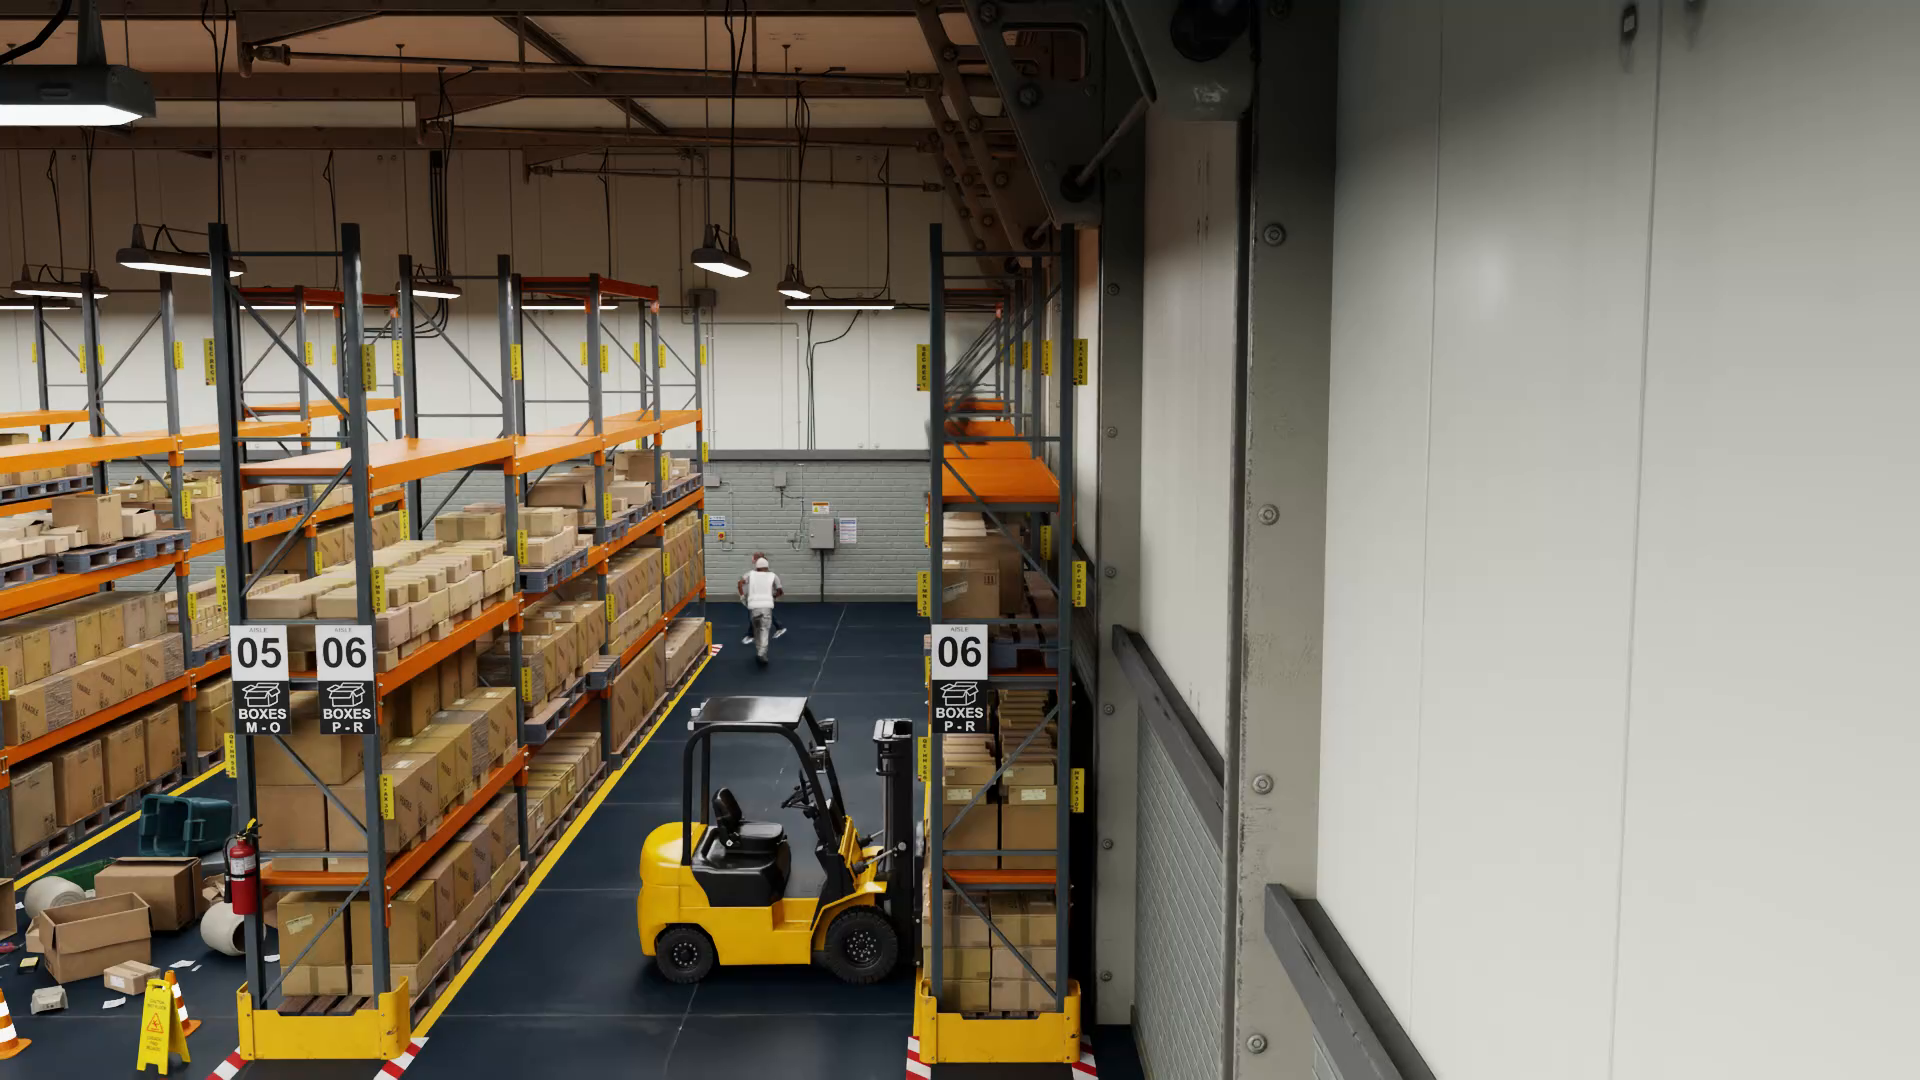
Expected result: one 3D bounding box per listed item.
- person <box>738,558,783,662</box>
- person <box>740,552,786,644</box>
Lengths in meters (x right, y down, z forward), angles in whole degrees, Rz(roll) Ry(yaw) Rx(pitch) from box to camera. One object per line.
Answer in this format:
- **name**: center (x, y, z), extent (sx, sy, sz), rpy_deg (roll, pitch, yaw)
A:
- **person**: center (-3.242, 1.197, 27.019), extent (0.727, 1.729, 1.056), rpy_deg (-1, 7, -5)
- **person**: center (-3.438, 0.994, 28.968), extent (0.816, 1.619, 0.522), rpy_deg (-1, 7, -8)
